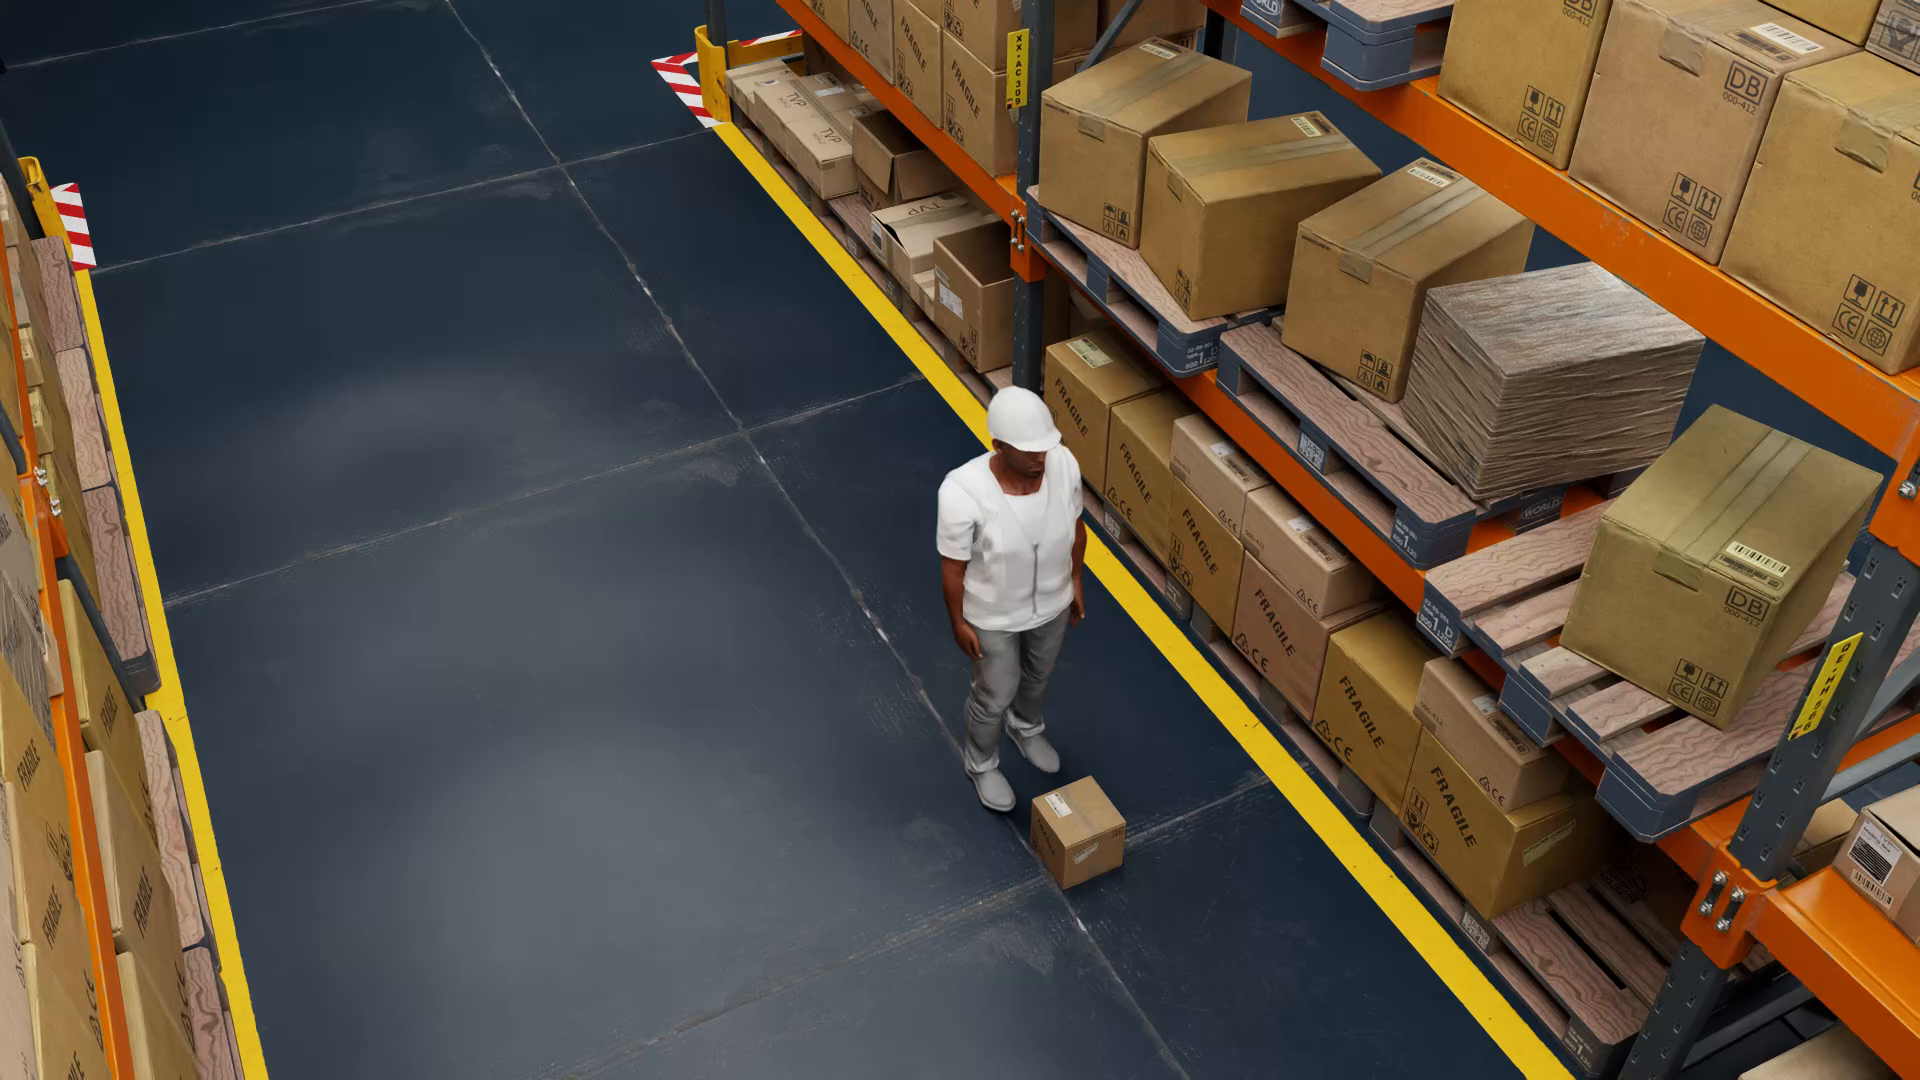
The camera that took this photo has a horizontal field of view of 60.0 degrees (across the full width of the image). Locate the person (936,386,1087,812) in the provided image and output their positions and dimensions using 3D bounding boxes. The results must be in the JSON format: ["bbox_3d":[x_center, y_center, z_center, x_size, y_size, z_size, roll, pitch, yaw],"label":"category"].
[{"bbox_3d":[0.209,0.232,5.894,0.564,1.789,0.418,-18,44,-20],"label":"person"}]
